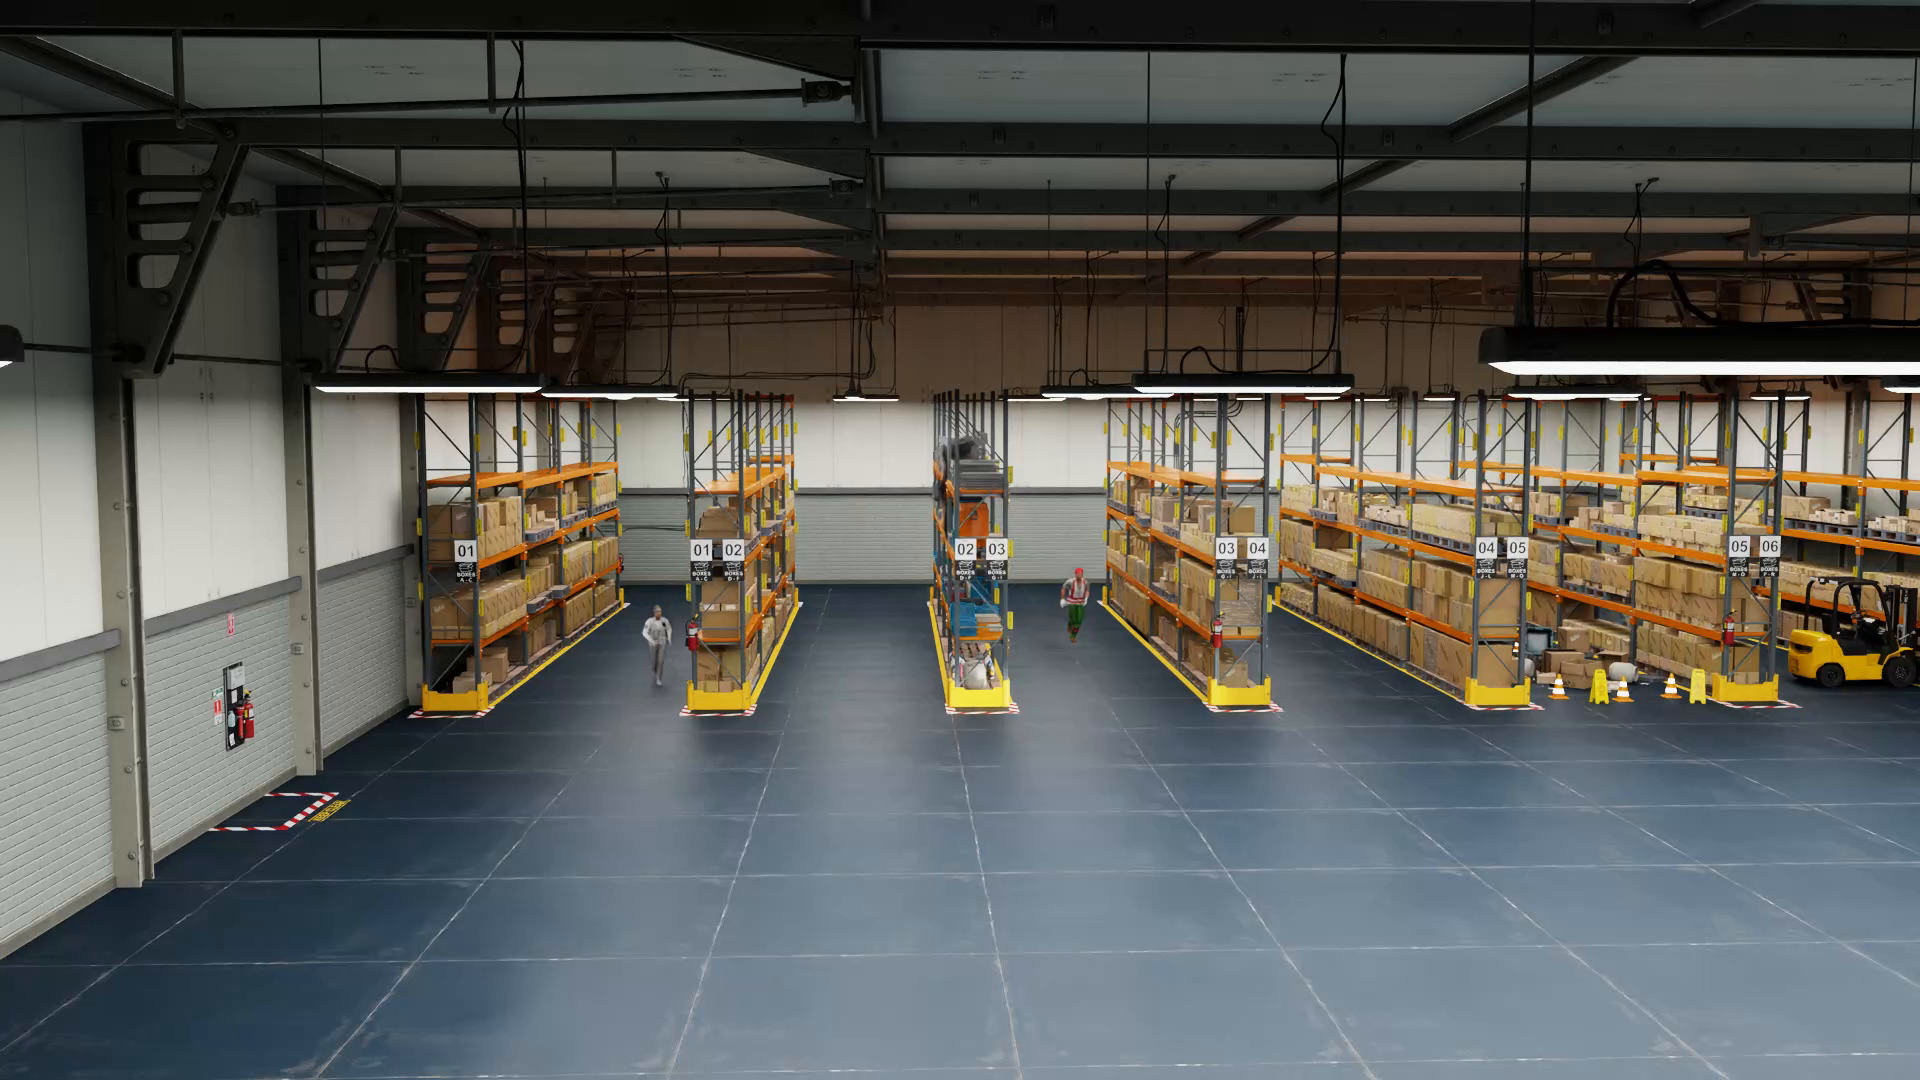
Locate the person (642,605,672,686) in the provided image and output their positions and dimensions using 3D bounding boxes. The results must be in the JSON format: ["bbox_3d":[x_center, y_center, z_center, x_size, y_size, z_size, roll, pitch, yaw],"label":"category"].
[{"bbox_3d":[-6.208,2.129,34.123,0.611,1.648,0.753,-1,5,-13],"label":"person"}]

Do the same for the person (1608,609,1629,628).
[{"bbox_3d":[16.484,1.527,41.644,0.545,1.573,0.922,-1,5,-9],"label":"person"}]

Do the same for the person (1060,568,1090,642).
[{"bbox_3d":[2.645,1.474,38.107,0.655,1.722,0.703,-2,5,-21],"label":"person"}]
